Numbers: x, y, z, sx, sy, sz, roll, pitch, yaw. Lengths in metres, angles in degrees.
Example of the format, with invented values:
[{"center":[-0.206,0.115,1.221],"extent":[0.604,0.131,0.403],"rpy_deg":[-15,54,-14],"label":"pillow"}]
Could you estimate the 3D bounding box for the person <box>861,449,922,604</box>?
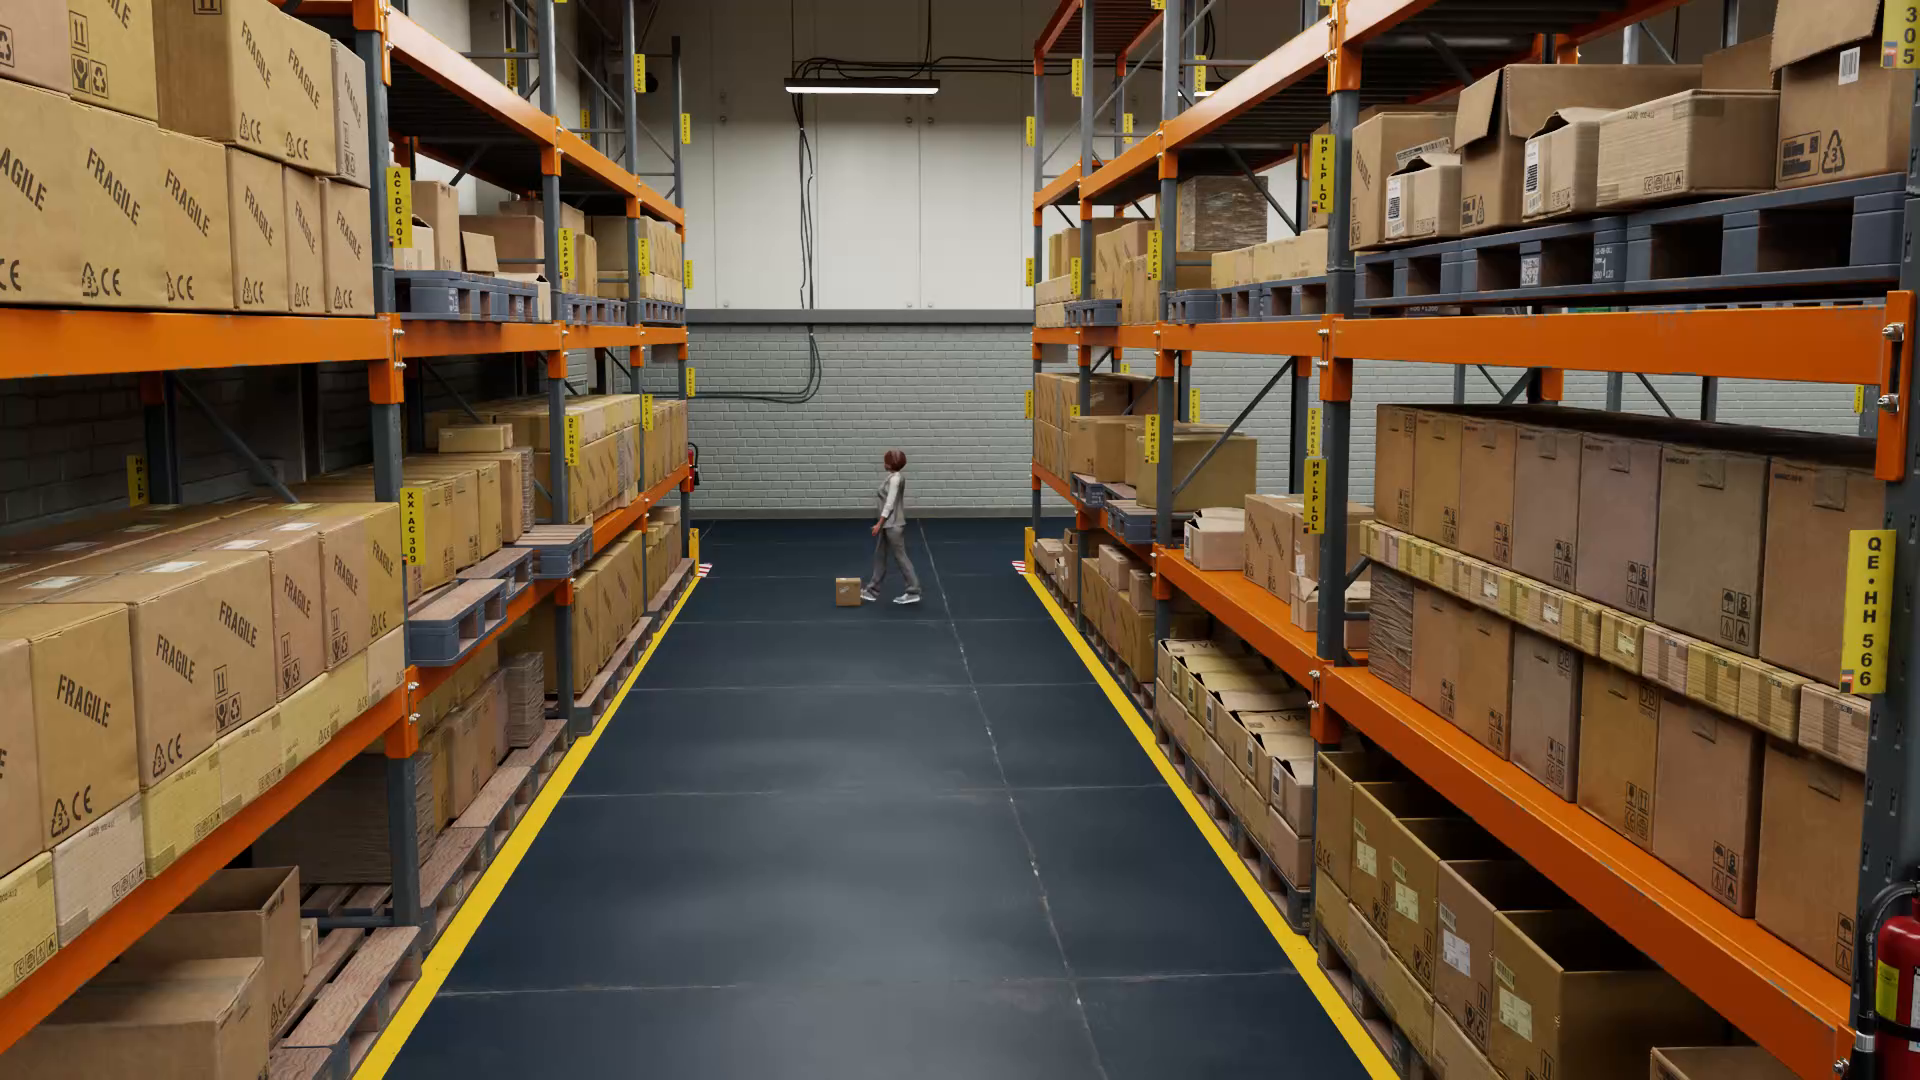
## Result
[{"center":[-0.755,-0.138,16.937],"extent":[0.722,1.579,0.416],"rpy_deg":[0,7,-4],"label":"person"}]
